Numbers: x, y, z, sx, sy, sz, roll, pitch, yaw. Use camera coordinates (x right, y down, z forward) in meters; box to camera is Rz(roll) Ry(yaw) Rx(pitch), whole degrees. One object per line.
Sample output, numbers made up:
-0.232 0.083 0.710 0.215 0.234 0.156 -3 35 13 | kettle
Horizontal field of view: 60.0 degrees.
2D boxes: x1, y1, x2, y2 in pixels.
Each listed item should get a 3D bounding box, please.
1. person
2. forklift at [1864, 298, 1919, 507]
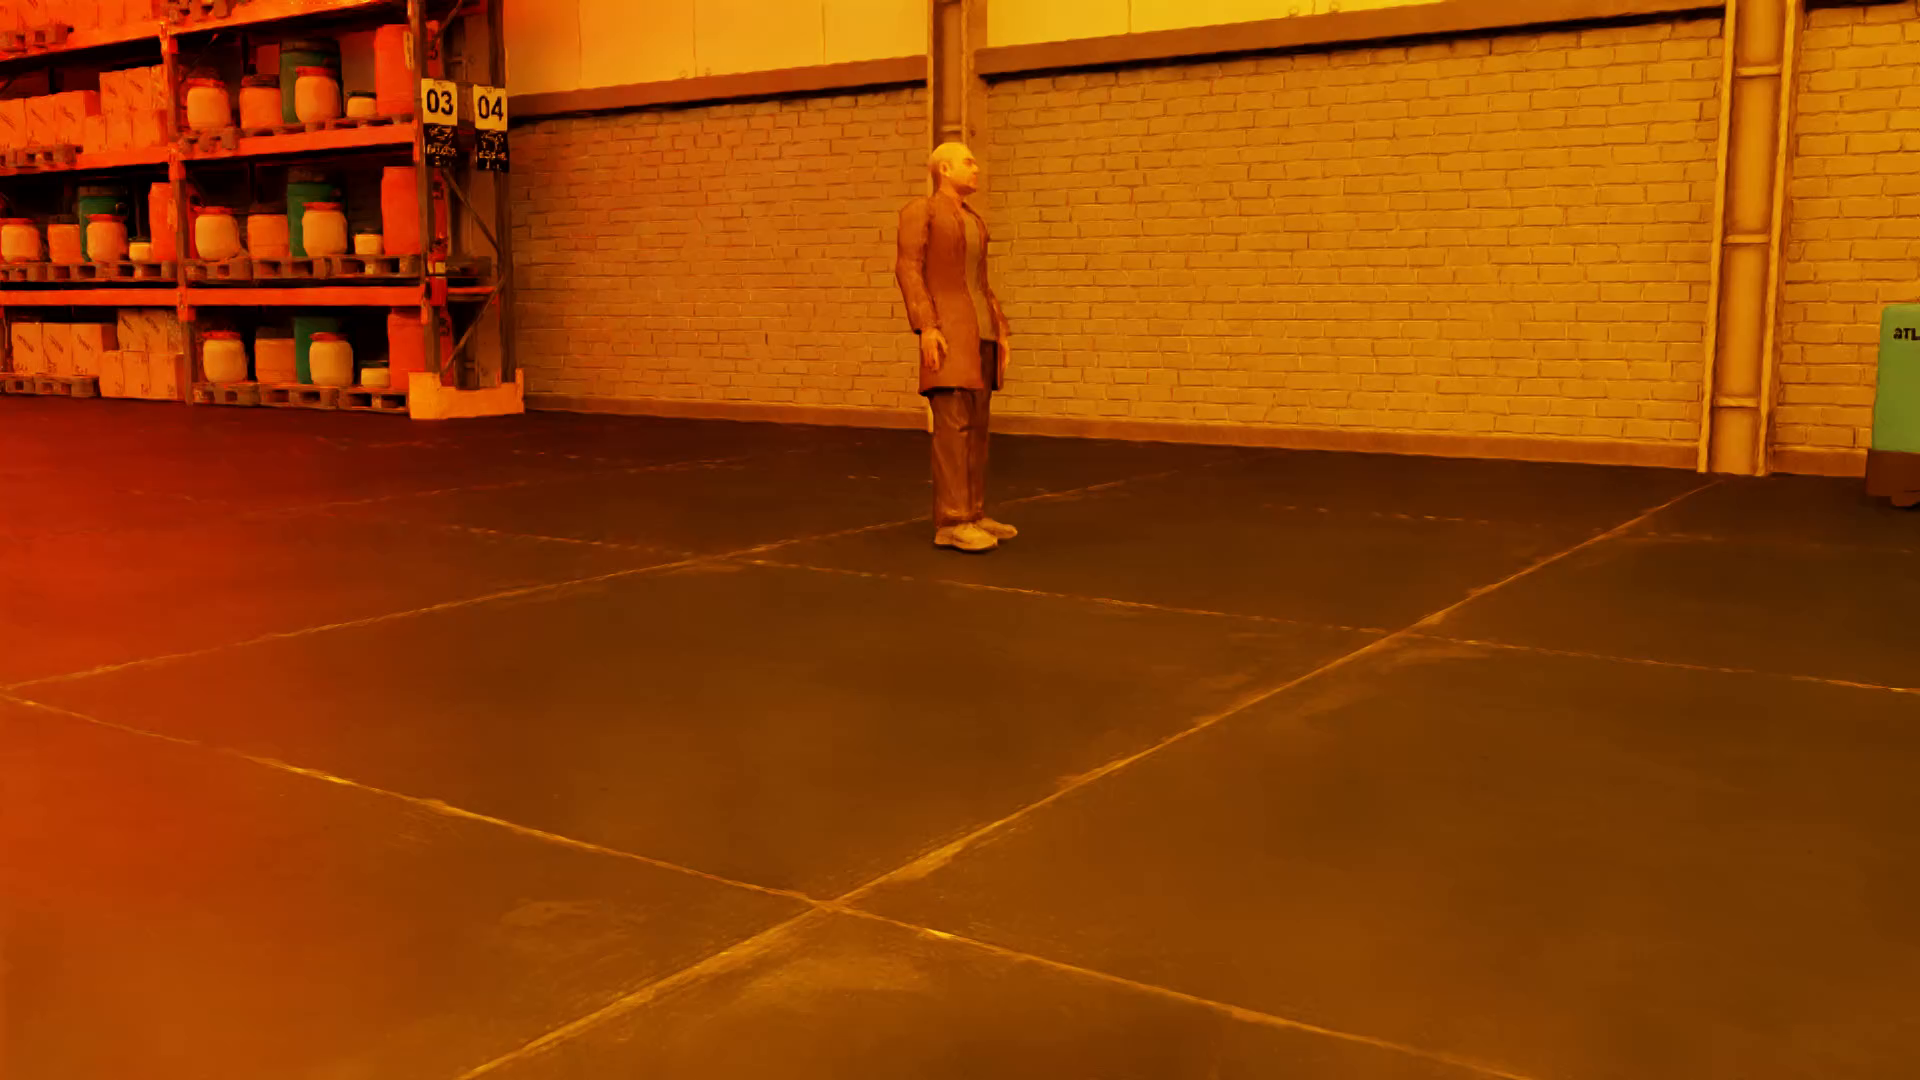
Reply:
0.073 -0.879 7.423 0.580 1.776 0.694 5 10 34 | person
6.054 -1.493 7.690 1.130 2.935 3.031 -6 10 -36 | forklift
